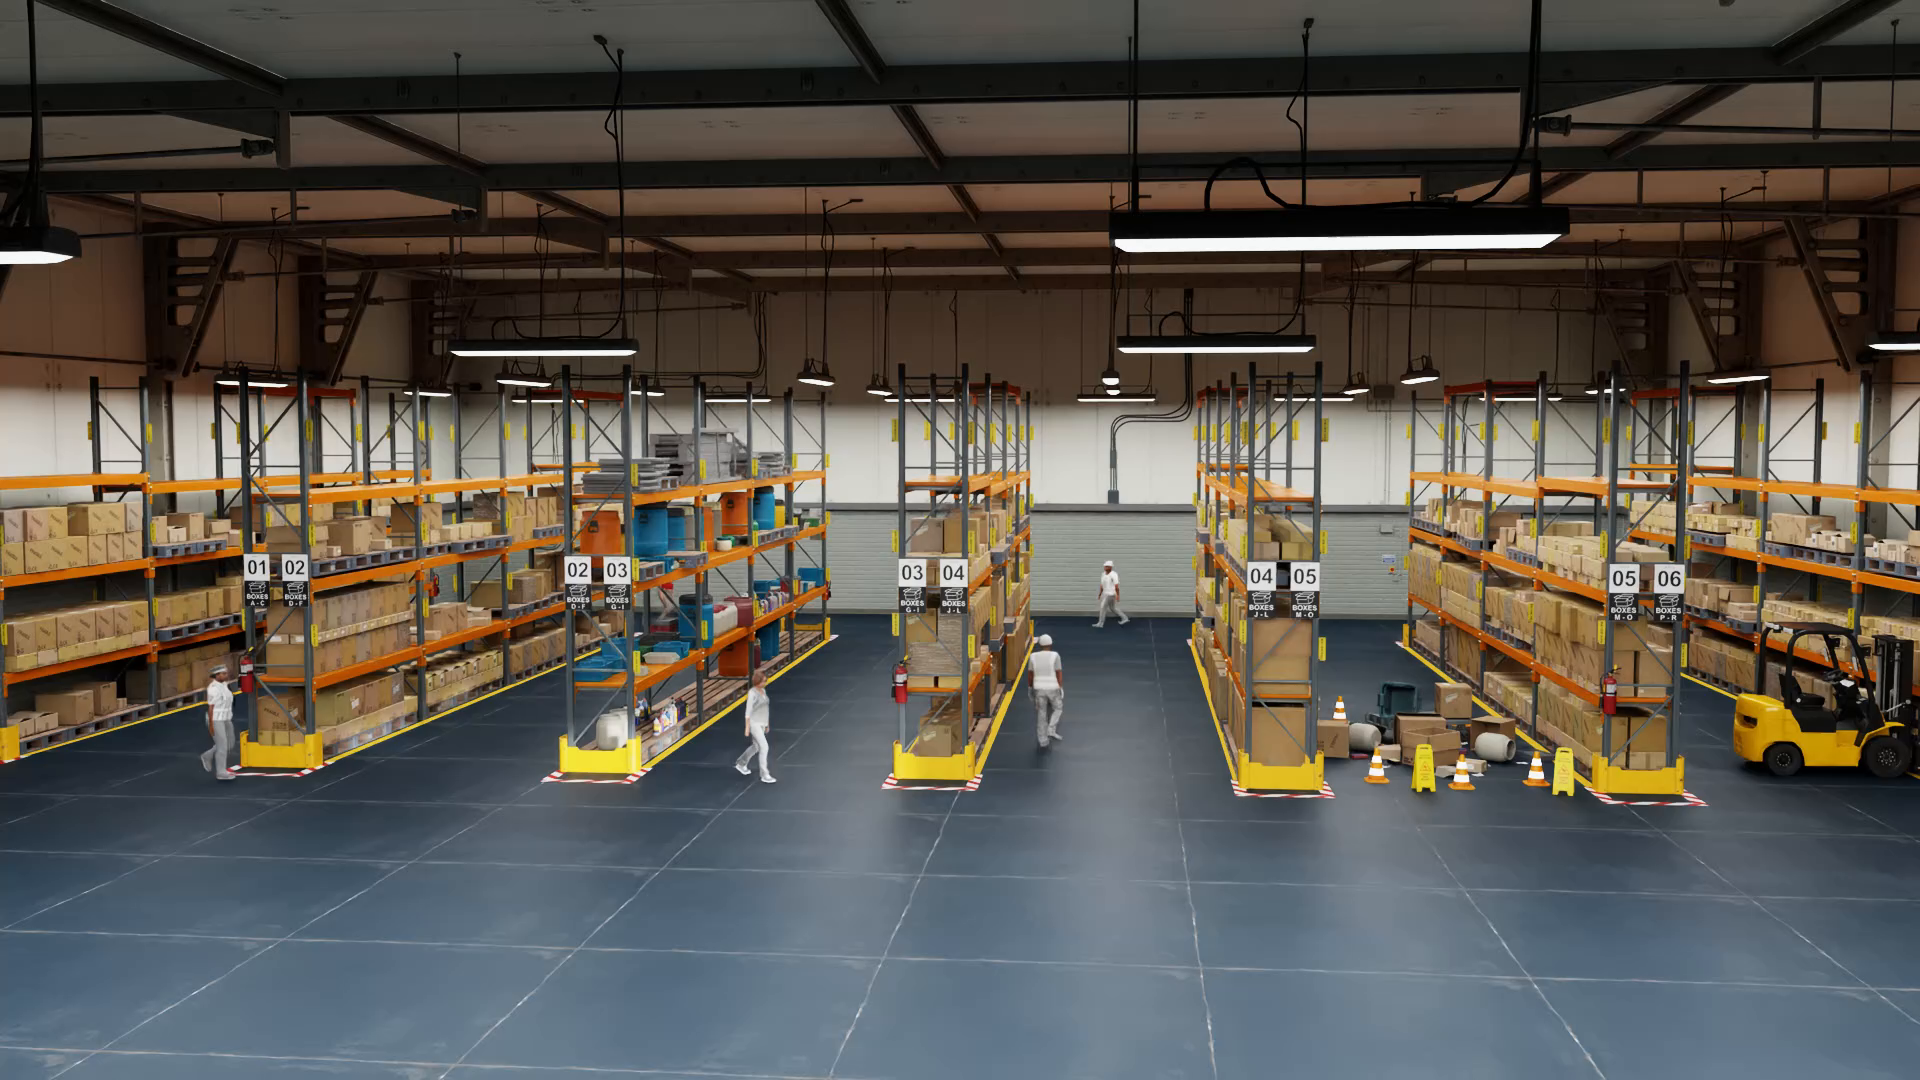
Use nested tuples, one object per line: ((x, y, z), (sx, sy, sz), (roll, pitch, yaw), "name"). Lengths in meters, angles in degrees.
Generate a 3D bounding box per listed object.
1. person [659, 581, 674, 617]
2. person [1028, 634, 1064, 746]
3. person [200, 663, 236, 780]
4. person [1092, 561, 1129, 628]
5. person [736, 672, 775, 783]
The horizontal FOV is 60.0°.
((-7.491, 1.413, 42.453), (0.440, 1.746, 0.568), (0, 4, 6), "person")
((1.368, 2.399, 26.634), (0.596, 1.776, 0.484), (1, 4, 17), "person")
((-10.761, 2.609, 24.023), (0.668, 1.669, 0.438), (1, 4, 10), "person")
((3.862, 1.390, 42.828), (1.024, 1.729, 0.535), (-1, 4, -12), "person")
((-2.953, 2.679, 24.028), (0.785, 1.560, 0.429), (1, 4, 19), "person")
